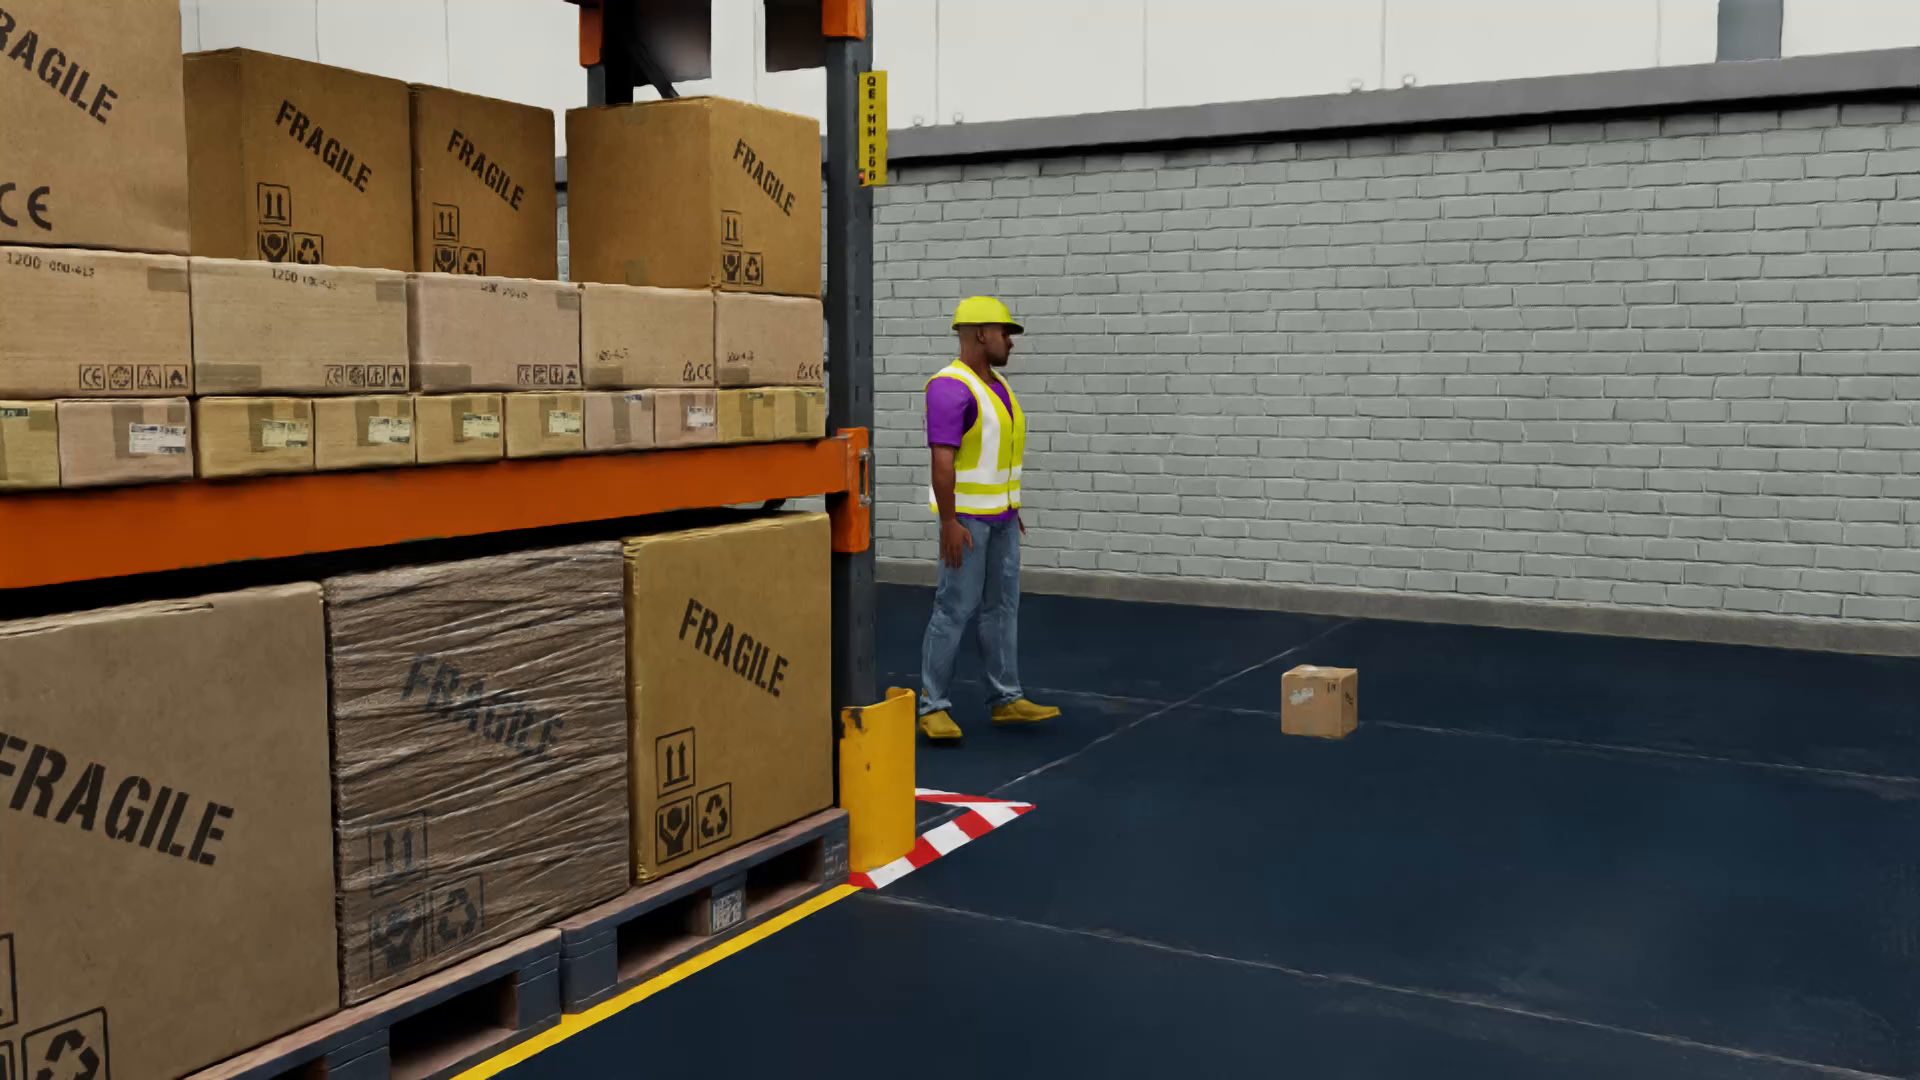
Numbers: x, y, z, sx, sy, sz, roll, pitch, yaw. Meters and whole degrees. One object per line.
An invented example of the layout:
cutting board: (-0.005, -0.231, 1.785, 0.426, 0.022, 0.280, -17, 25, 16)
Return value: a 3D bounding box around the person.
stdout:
person: (0.120, -0.100, 6.744, 0.495, 1.767, 0.655, 3, 7, 28)
